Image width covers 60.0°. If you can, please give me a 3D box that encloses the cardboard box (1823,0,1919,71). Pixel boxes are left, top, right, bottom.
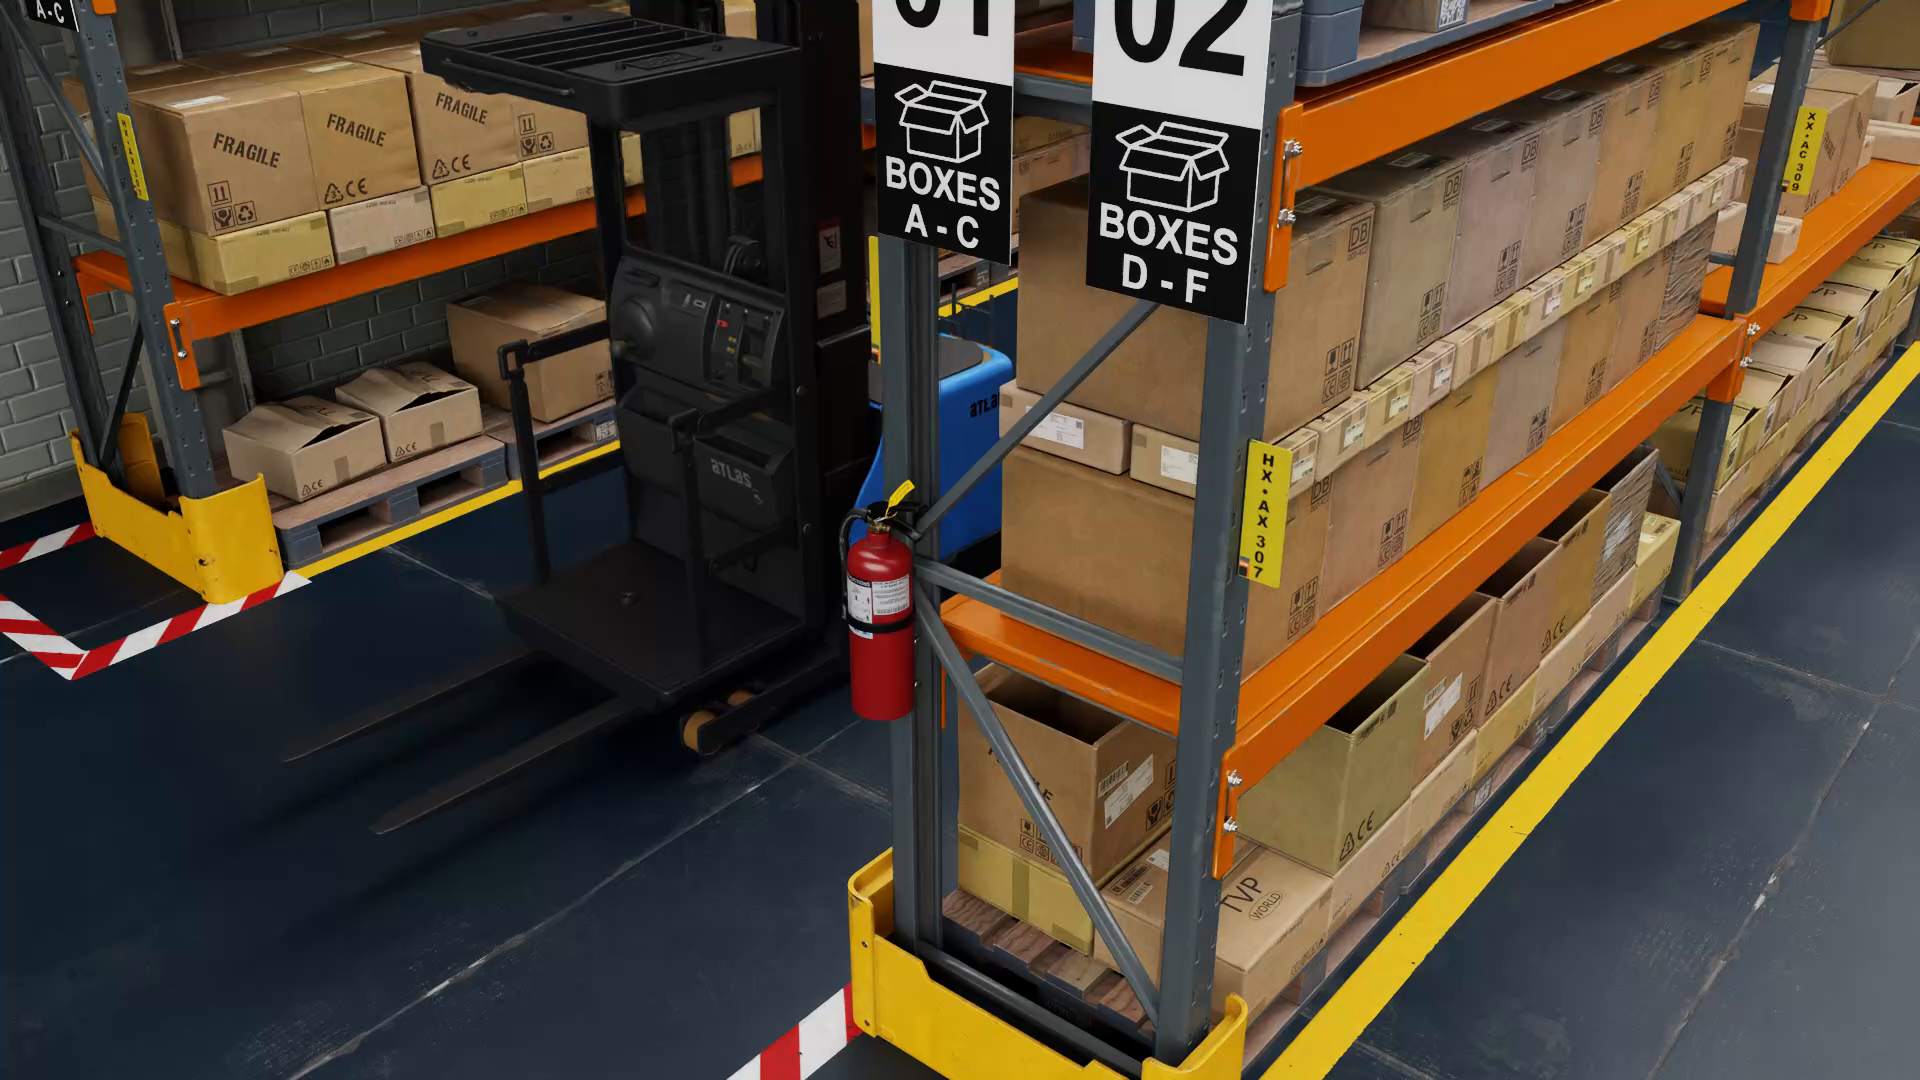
[{"bbox_3d":[5.630,-3.122,9.954,0.700,0.500,0.500,10,29,18],"label":"cardboard box"}]

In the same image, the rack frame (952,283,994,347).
[{"bbox_3d":[0.055,-0.560,7.527,0.240,1.200,0.006,22,35,36],"label":"rack frame"}]

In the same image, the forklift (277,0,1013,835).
[{"bbox_3d":[-1.127,-0.764,6.037,1.130,2.935,3.031,23,35,37],"label":"forklift"}]

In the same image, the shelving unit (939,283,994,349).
[{"bbox_3d":[-0.005,-0.529,7.466,0.258,1.200,0.189,22,35,36],"label":"shelving unit"}]

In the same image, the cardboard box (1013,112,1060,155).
[{"bbox_3d":[0.340,-2.861,11.442,0.500,0.250,0.500,21,34,34],"label":"cardboard box"}]

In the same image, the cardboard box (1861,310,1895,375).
[{"bbox_3d":[4.845,-1.158,9.260,0.500,0.250,0.500,20,34,34],"label":"cardboard box"}]

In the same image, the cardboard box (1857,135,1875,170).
[{"bbox_3d":[4.549,-2.055,8.730,0.380,0.149,0.250,24,36,38],"label":"cardboard box"}]

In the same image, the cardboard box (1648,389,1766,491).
[{"bbox_3d":[3.227,-0.505,7.386,0.500,0.311,0.500,21,34,35],"label":"cardboard box"}]

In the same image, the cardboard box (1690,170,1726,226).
[{"bbox_3d":[2.606,-1.303,6.189,0.380,0.149,0.250,20,33,33],"label":"cardboard box"}]

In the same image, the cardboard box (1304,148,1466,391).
[{"bbox_3d":[0.899,-0.788,4.487,0.700,0.500,0.500,20,33,33],"label":"cardboard box"}]

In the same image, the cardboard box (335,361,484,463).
[{"bbox_3d":[-2.725,-0.667,8.222,0.500,0.311,0.500,24,36,38],"label":"cardboard box"}]

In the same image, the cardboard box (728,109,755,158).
[{"bbox_3d":[-1.443,-2.175,8.830,0.500,0.250,0.500,21,34,35],"label":"cardboard box"}]

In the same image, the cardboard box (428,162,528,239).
[{"bbox_3d":[-2.394,-1.634,7.786,0.500,0.250,0.500,20,34,34],"label":"cardboard box"}]

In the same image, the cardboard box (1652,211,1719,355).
[{"bbox_3d":[2.495,-1.102,6.506,0.700,0.500,0.500,20,33,33],"label":"cardboard box"}]

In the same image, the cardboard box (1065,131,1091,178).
[{"bbox_3d":[0.657,-2.747,12.038,0.700,0.500,0.500,21,34,34],"label":"cardboard box"}]

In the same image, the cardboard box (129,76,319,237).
[{"bbox_3d":[-3.061,-1.602,6.907,0.500,0.500,0.500,21,34,34],"label":"cardboard box"}]

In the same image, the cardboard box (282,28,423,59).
[{"bbox_3d":[-2.808,-2.110,7.889,0.500,0.500,0.500,20,33,33],"label":"cardboard box"}]

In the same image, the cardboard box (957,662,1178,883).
[{"bbox_3d":[0.339,0.626,4.994,0.500,0.500,0.500,21,34,34],"label":"cardboard box"}]

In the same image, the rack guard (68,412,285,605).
[{"bbox_3d":[-3.549,-0.162,7.518,1.175,0.500,0.348,21,34,34],"label":"rack guard"}]

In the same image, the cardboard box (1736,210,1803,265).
[{"bbox_3d":[3.494,-1.359,7.387,0.380,0.149,0.250,21,34,34],"label":"cardboard box"}]

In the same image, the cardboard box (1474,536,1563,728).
[{"bbox_3d":[1.697,0.247,5.727,0.500,0.500,0.500,21,34,34],"label":"cardboard box"}]

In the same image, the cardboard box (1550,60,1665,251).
[{"bbox_3d":[1.855,-1.321,5.518,0.700,0.500,0.500,21,34,34],"label":"cardboard box"}]

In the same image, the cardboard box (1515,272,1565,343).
[{"bbox_3d":[1.622,-0.752,5.124,0.380,0.149,0.250,21,34,35],"label":"cardboard box"}]

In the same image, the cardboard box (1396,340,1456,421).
[{"bbox_3d":[1.132,-0.478,4.595,0.380,0.149,0.250,20,34,34],"label":"cardboard box"}]

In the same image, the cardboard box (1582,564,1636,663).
[{"bbox_3d":[2.320,0.221,6.594,0.500,0.250,0.500,21,34,34],"label":"cardboard box"}]

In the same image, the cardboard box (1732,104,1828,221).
[{"bbox_3d":[3.608,-1.715,7.692,0.500,0.500,0.500,24,36,38],"label":"cardboard box"}]

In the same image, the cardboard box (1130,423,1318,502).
[{"bbox_3d":[0.644,-0.207,4.071,0.380,0.149,0.250,20,34,34],"label":"cardboard box"}]

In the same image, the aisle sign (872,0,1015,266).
[{"bbox_3d":[-0.040,-1.016,3.619,0.394,0.787,0.004,21,34,34],"label":"aisle sign"}]

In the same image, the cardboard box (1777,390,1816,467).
[{"bbox_3d":[3.873,-0.618,8.215,0.500,0.250,0.500,20,33,33],"label":"cardboard box"}]

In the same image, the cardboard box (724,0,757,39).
[{"bbox_3d":[-1.115,-2.680,8.992,0.500,0.500,0.500,21,34,34],"label":"cardboard box"}]

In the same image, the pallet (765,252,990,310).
[{"bbox_3d":[-0.558,-1.701,10.808,1.003,0.211,1.213,21,34,34],"label":"pallet"}]

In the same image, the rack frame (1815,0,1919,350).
[{"bbox_3d":[5.317,-2.635,9.579,1.000,3.000,0.127,21,34,34],"label":"rack frame"}]

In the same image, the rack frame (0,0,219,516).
[{"bbox_3d":[-3.597,-1.245,6.892,1.000,3.000,0.127,21,34,34],"label":"rack frame"}]

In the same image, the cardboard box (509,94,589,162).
[{"bbox_3d":[-2.087,-2.142,7.951,0.500,0.500,0.500,22,35,36],"label":"cardboard box"}]

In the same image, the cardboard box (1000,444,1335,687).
[{"bbox_3d":[0.535,-0.005,4.385,0.700,0.500,0.500,21,34,34],"label":"cardboard box"}]

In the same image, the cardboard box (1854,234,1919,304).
[{"bbox_3d":[5.173,-1.591,9.487,0.500,0.311,0.500,22,34,36],"label":"cardboard box"}]

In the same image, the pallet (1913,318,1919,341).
[{"bbox_3d":[5.821,-1.650,10.710,1.003,0.211,1.213,21,34,34],"label":"pallet"}]

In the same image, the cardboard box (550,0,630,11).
[{"bbox_3d":[-1.845,-2.650,8.934,0.500,0.500,0.500,21,34,34],"label":"cardboard box"}]

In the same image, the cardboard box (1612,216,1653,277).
[{"bbox_3d":[2.116,-1.030,5.661,0.380,0.149,0.250,21,34,34],"label":"cardboard box"}]

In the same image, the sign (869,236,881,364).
[{"bbox_3d":[-0.182,-0.581,4.091,0.100,0.325,0.005,21,34,34],"label":"sign"}]

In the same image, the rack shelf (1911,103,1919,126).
[{"bbox_3d":[6.589,-3.024,11.115,1.077,0.370,4.000,21,34,34],"label":"rack shelf"}]

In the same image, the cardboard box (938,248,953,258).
[{"bbox_3d":[-0.307,-2.212,11.003,0.700,0.500,0.500,20,33,33],"label":"cardboard box"}]

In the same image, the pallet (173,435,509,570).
[{"bbox_3d":[-3.004,-0.311,8.121,1.003,0.211,1.213,21,34,34],"label":"pallet"}]

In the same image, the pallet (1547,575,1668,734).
[{"bbox_3d":[2.234,0.292,6.956,1.003,0.211,1.213,21,34,34],"label":"pallet"}]

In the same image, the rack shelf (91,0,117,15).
[{"bbox_3d":[-2.325,-2.967,7.738,1.077,0.370,4.000,21,34,34],"label":"rack shelf"}]

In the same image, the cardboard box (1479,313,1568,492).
[{"bbox_3d":[1.517,-0.554,5.448,0.700,0.500,0.500,22,35,36],"label":"cardboard box"}]

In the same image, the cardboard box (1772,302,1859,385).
[{"bbox_3d":[4.204,-1.050,8.440,0.500,0.311,0.500,22,34,36],"label":"cardboard box"}]

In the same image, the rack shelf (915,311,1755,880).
[{"bbox_3d":[1.500,-0.188,5.632,1.077,0.370,4.000,21,34,34],"label":"rack shelf"}]

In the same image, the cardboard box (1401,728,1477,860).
[{"bbox_3d":[1.374,0.756,5.560,0.500,0.250,0.500,21,34,34],"label":"cardboard box"}]

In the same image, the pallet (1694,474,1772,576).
[{"bbox_3d":[3.211,-0.251,8.005,1.003,0.211,1.213,21,34,34],"label":"pallet"}]
